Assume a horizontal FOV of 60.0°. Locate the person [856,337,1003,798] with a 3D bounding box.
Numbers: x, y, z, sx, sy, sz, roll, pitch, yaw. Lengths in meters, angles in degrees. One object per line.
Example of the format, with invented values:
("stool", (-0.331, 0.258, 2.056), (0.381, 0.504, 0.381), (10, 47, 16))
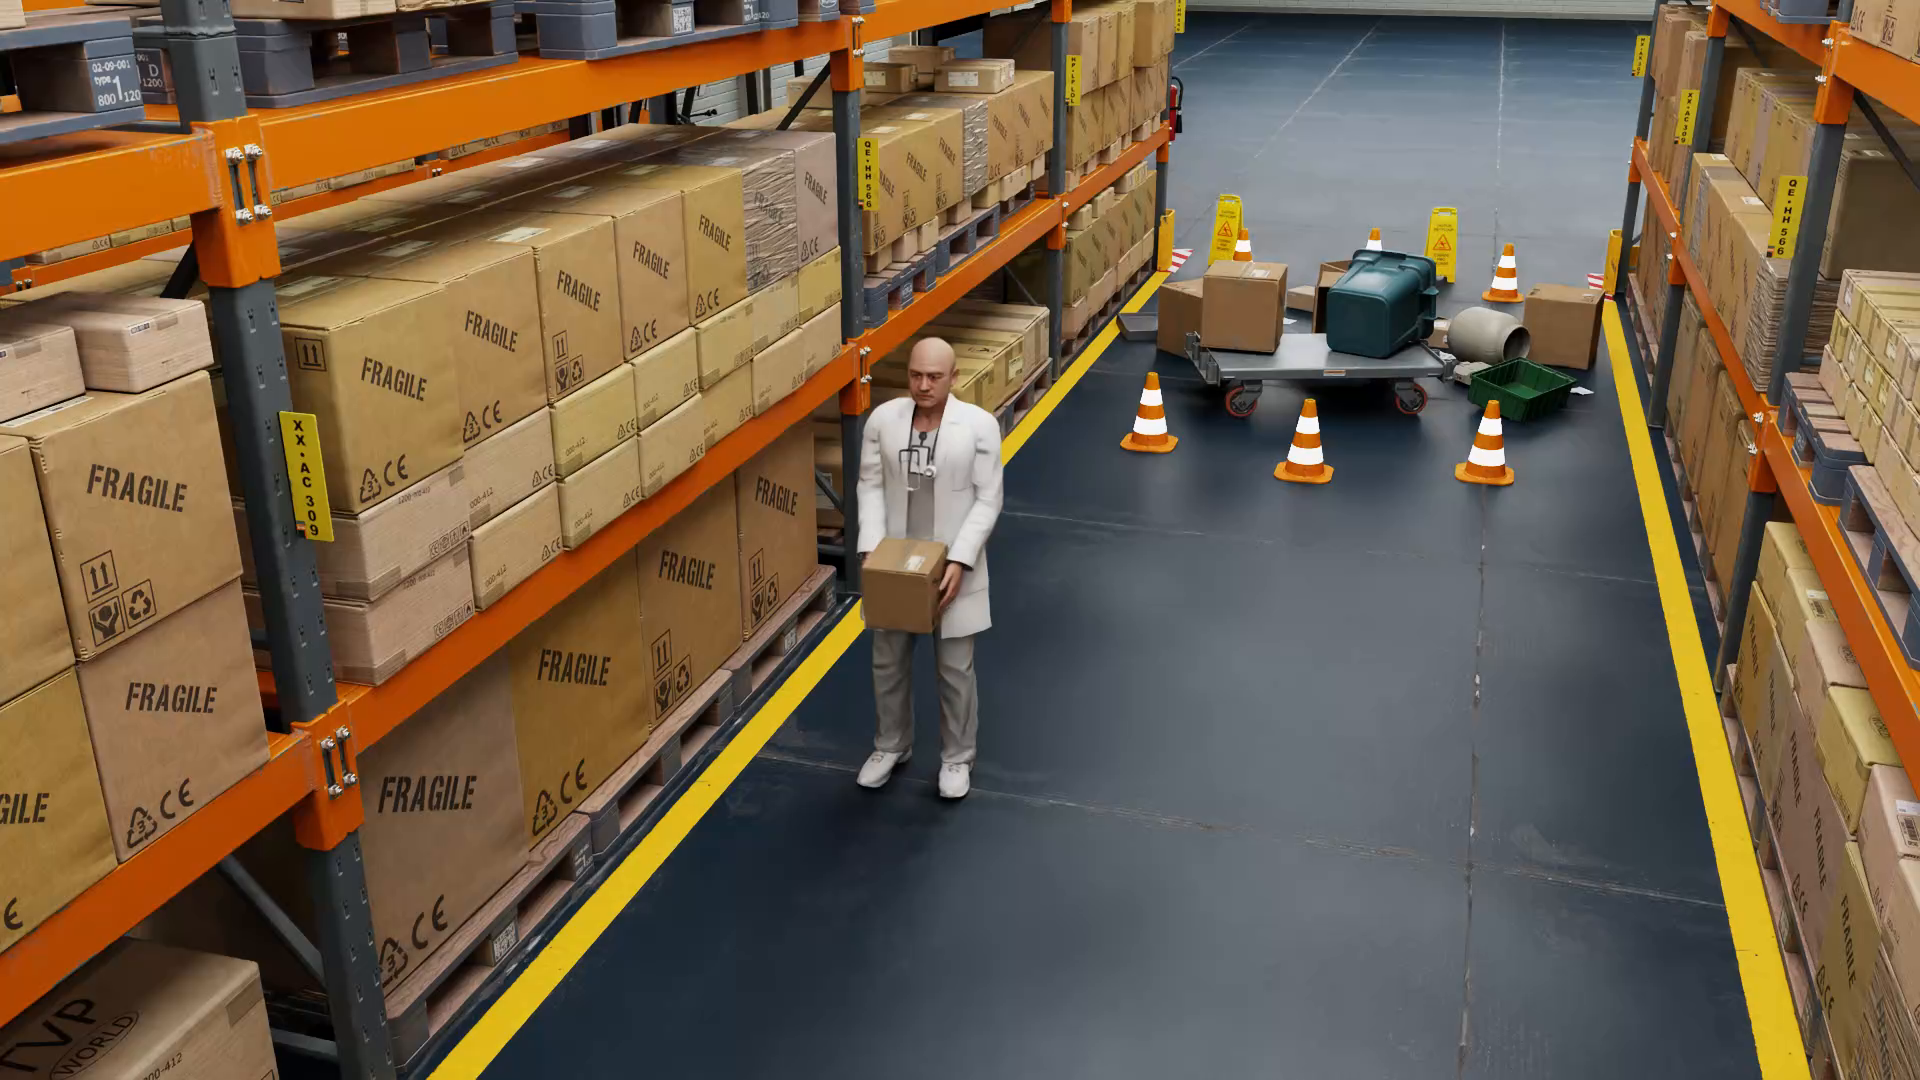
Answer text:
("person", (-0.138, 0.125, 6.281), (0.569, 1.783, 0.489), (6, 22, 15))
